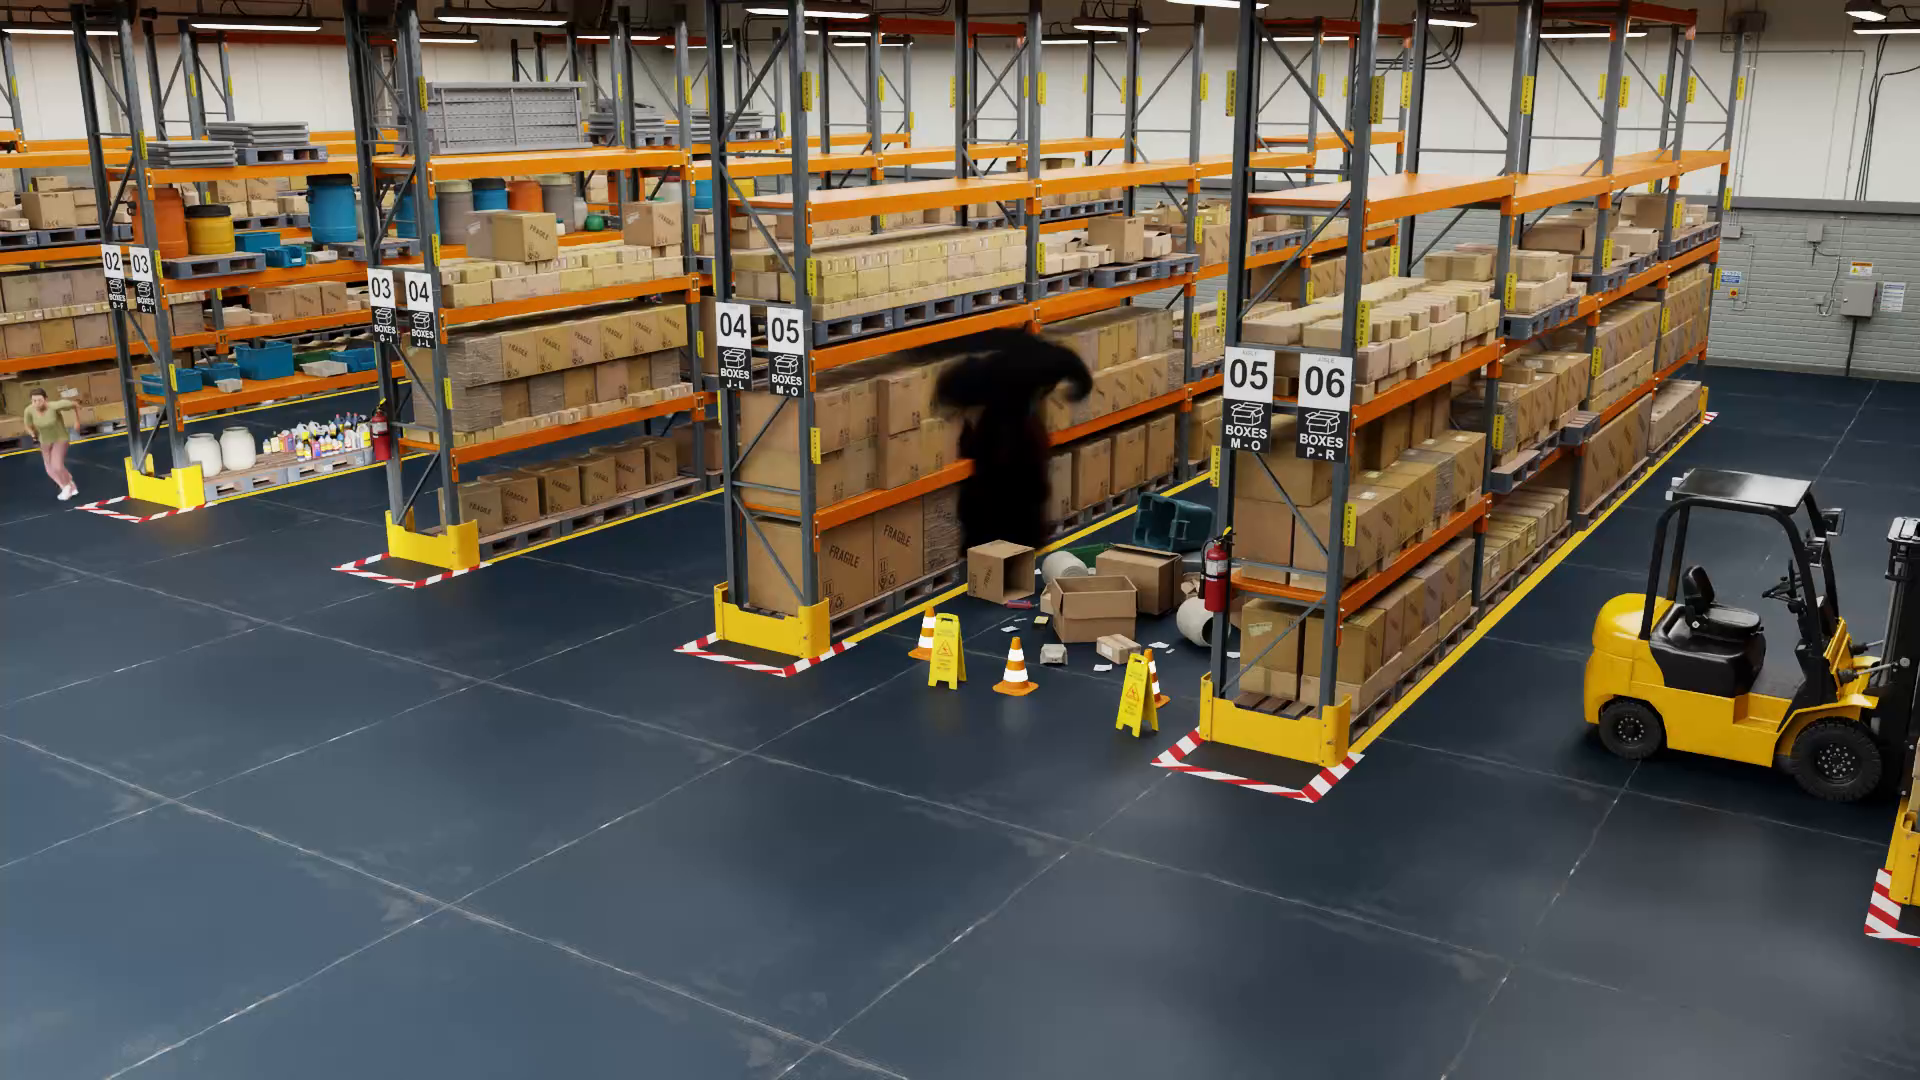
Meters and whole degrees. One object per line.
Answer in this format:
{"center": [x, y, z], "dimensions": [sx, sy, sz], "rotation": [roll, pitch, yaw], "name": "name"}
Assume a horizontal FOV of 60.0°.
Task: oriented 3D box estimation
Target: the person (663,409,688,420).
{"center": [-4.639, -2.746, 25.945], "dimensions": [0.661, 1.718, 0.819], "rotation": [0, 16, 0], "name": "person"}

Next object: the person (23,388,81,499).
{"center": [-11.231, -1.191, 20.675], "dimensions": [0.609, 1.503, 0.849], "rotation": [-3, 16, -9], "name": "person"}
